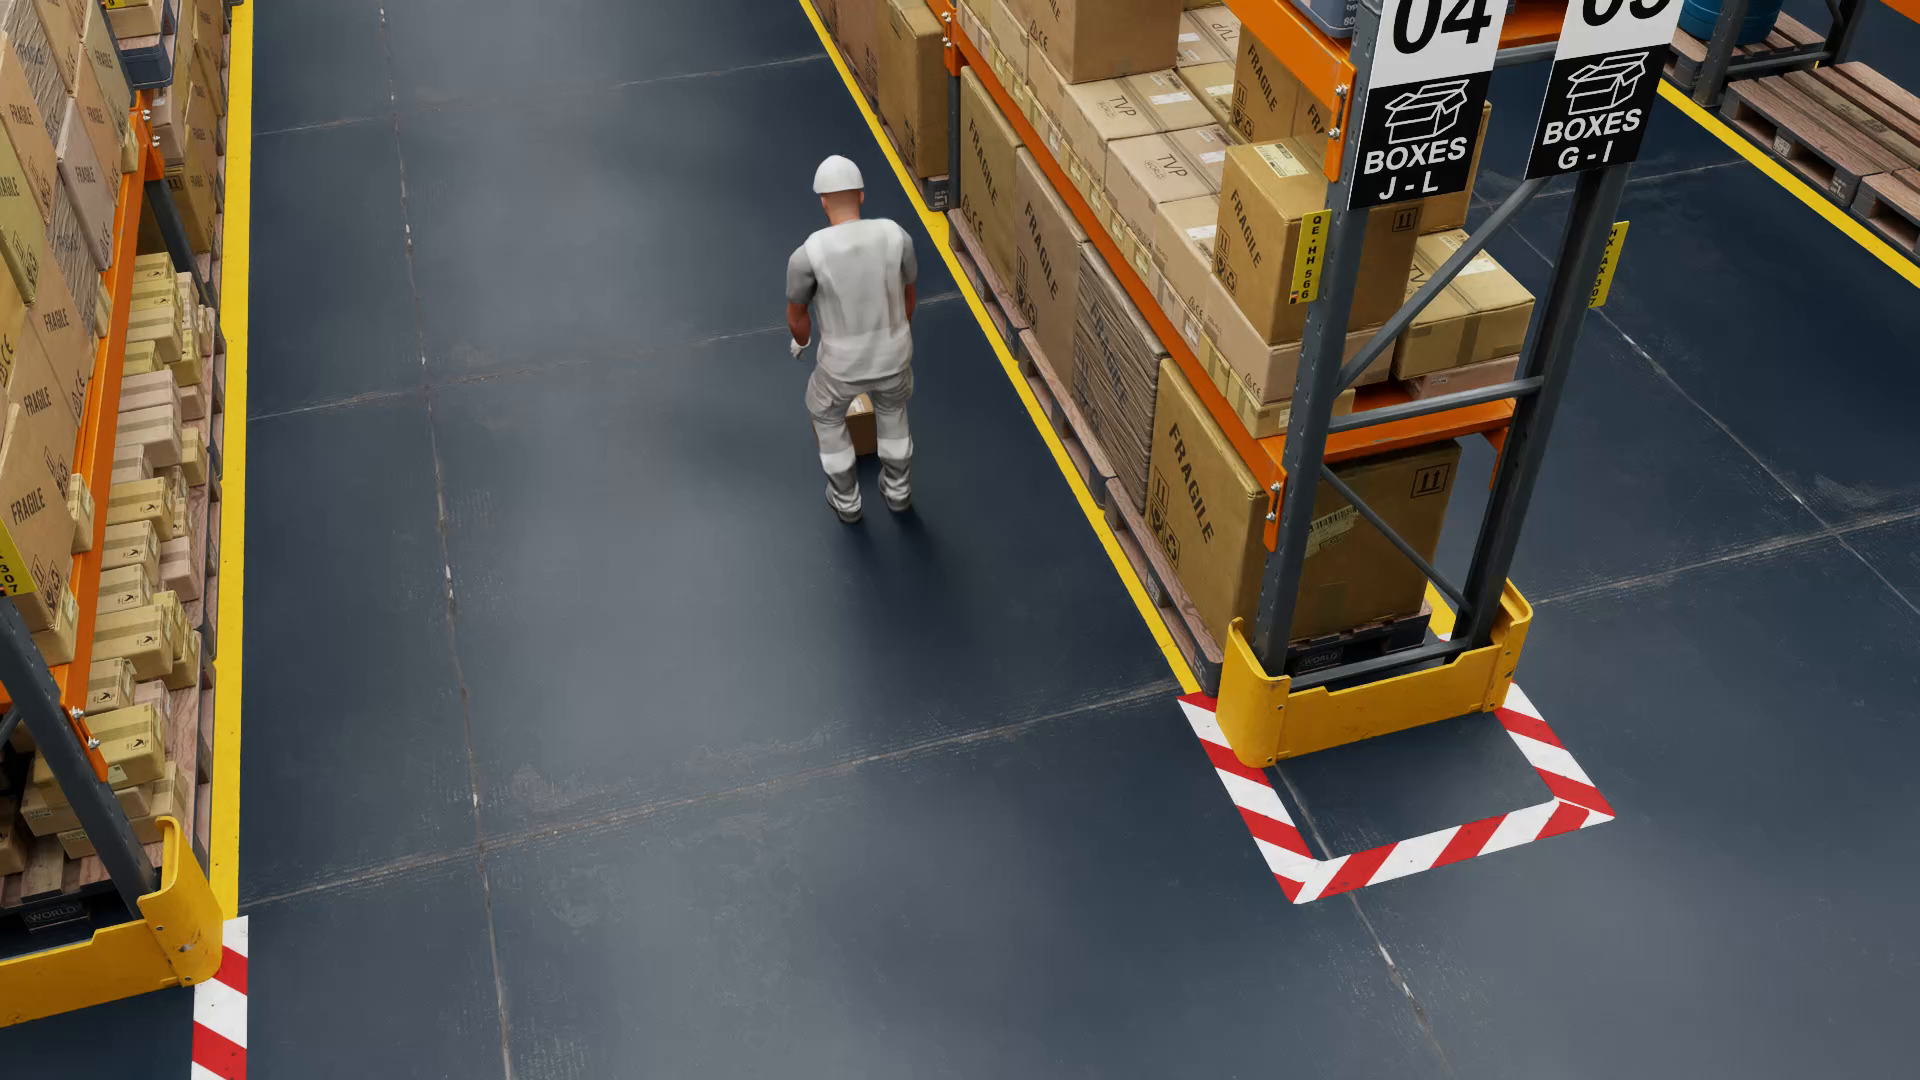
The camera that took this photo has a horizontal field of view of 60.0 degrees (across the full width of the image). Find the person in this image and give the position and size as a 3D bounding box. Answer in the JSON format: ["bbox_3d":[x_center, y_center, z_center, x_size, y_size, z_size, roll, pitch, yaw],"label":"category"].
[{"bbox_3d":[-0.455,-0.818,7.126,0.554,1.699,0.516,-11,43,-12],"label":"person"}]
